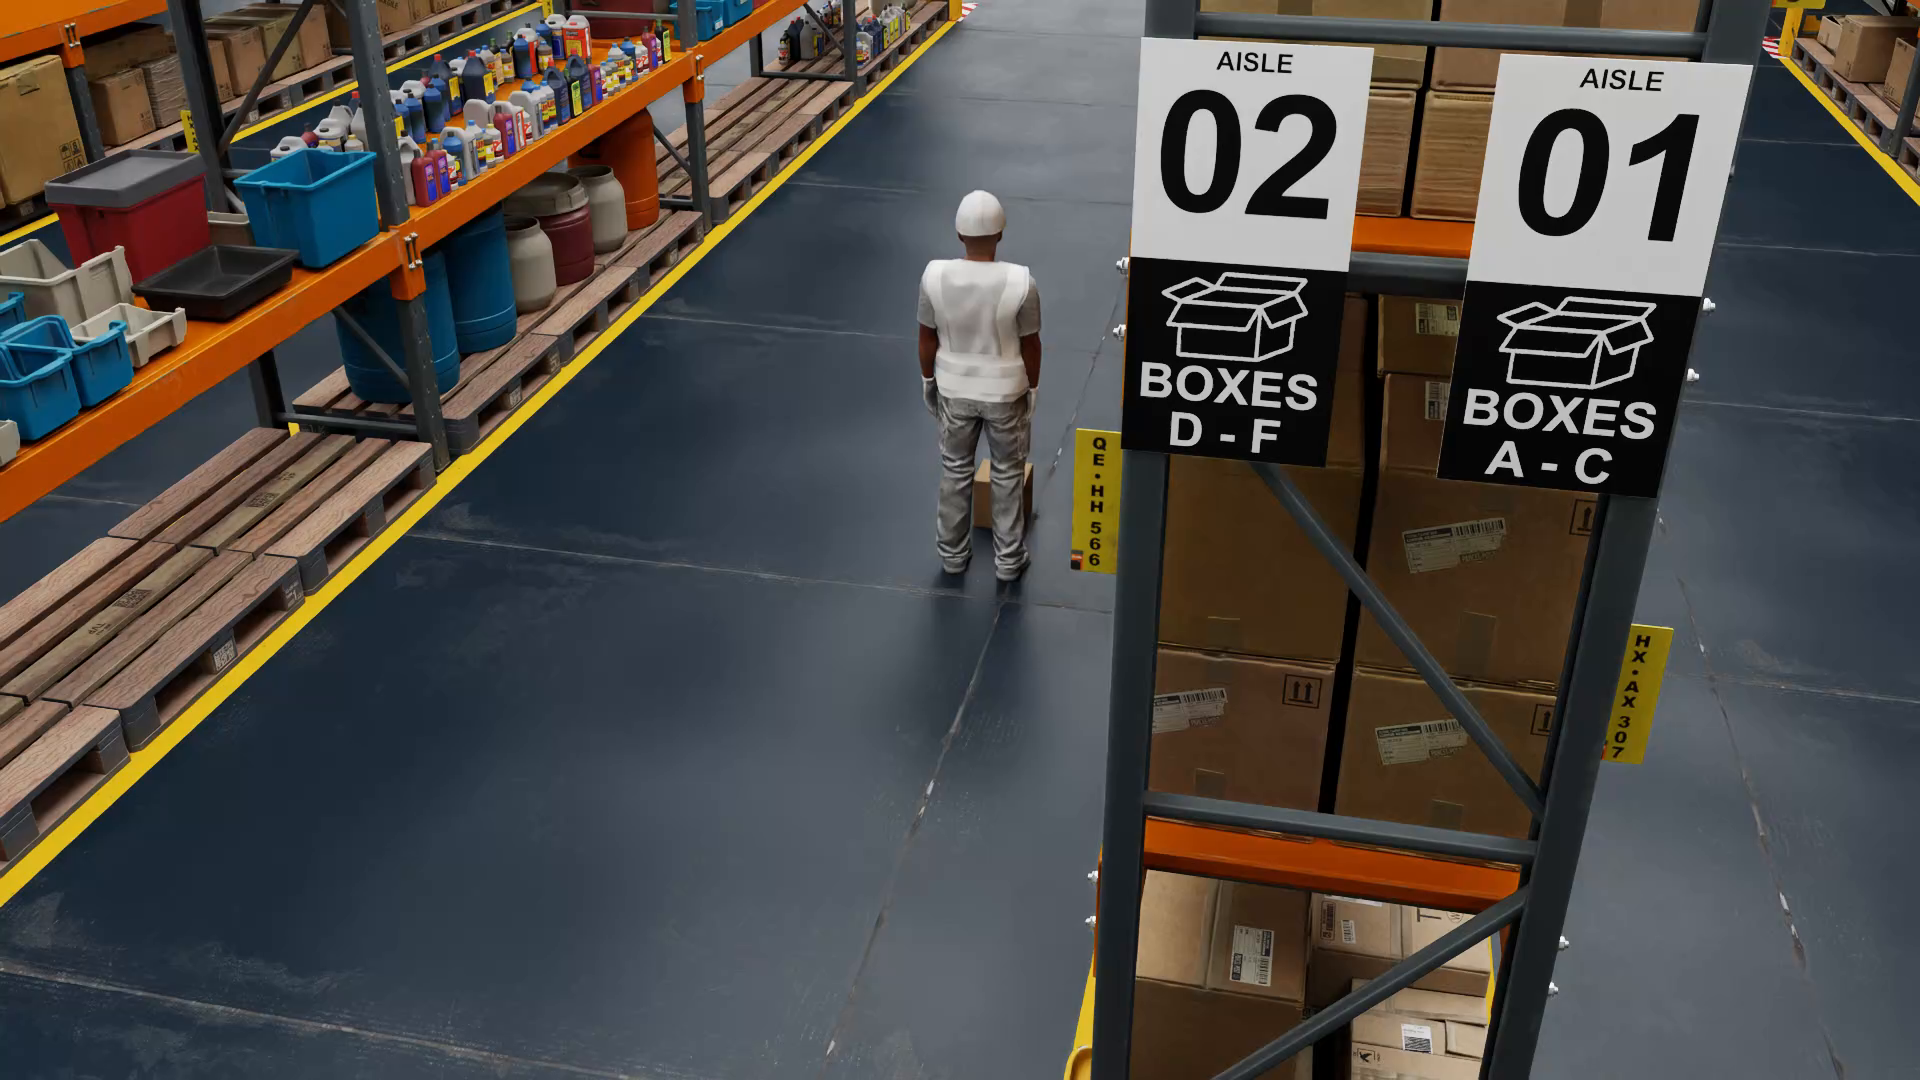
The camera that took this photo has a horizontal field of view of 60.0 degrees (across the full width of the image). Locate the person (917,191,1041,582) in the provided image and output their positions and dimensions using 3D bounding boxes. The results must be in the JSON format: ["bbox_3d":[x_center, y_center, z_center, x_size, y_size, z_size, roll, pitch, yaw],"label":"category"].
[{"bbox_3d":[0.089,-0.665,7.331,0.548,1.792,0.366,6,29,12],"label":"person"}]
